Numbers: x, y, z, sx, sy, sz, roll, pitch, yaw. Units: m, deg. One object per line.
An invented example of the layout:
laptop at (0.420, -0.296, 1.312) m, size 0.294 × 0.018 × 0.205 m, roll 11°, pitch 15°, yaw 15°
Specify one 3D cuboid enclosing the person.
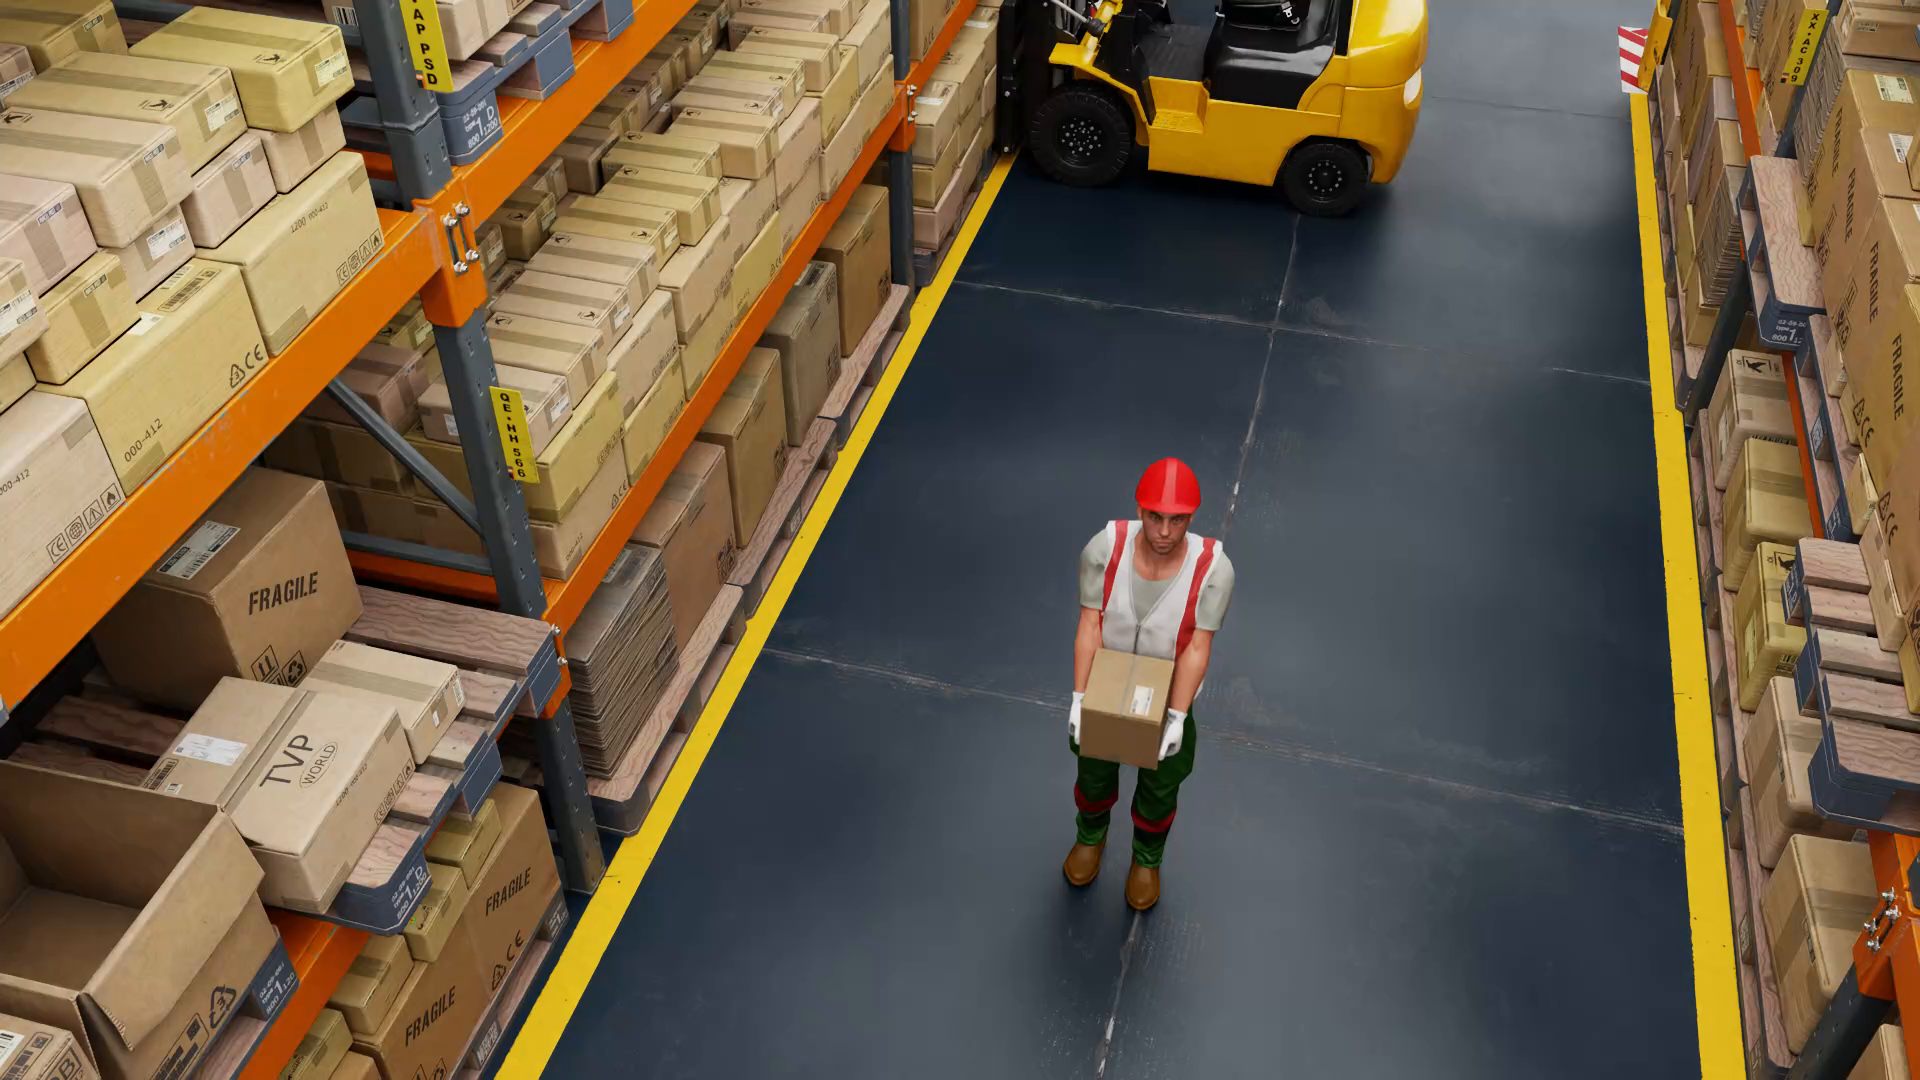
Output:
person at (0.587, 0.555, 5.498) m, size 0.494 × 1.782 × 0.573 m, roll 10°, pitch 42°, yaw 11°
